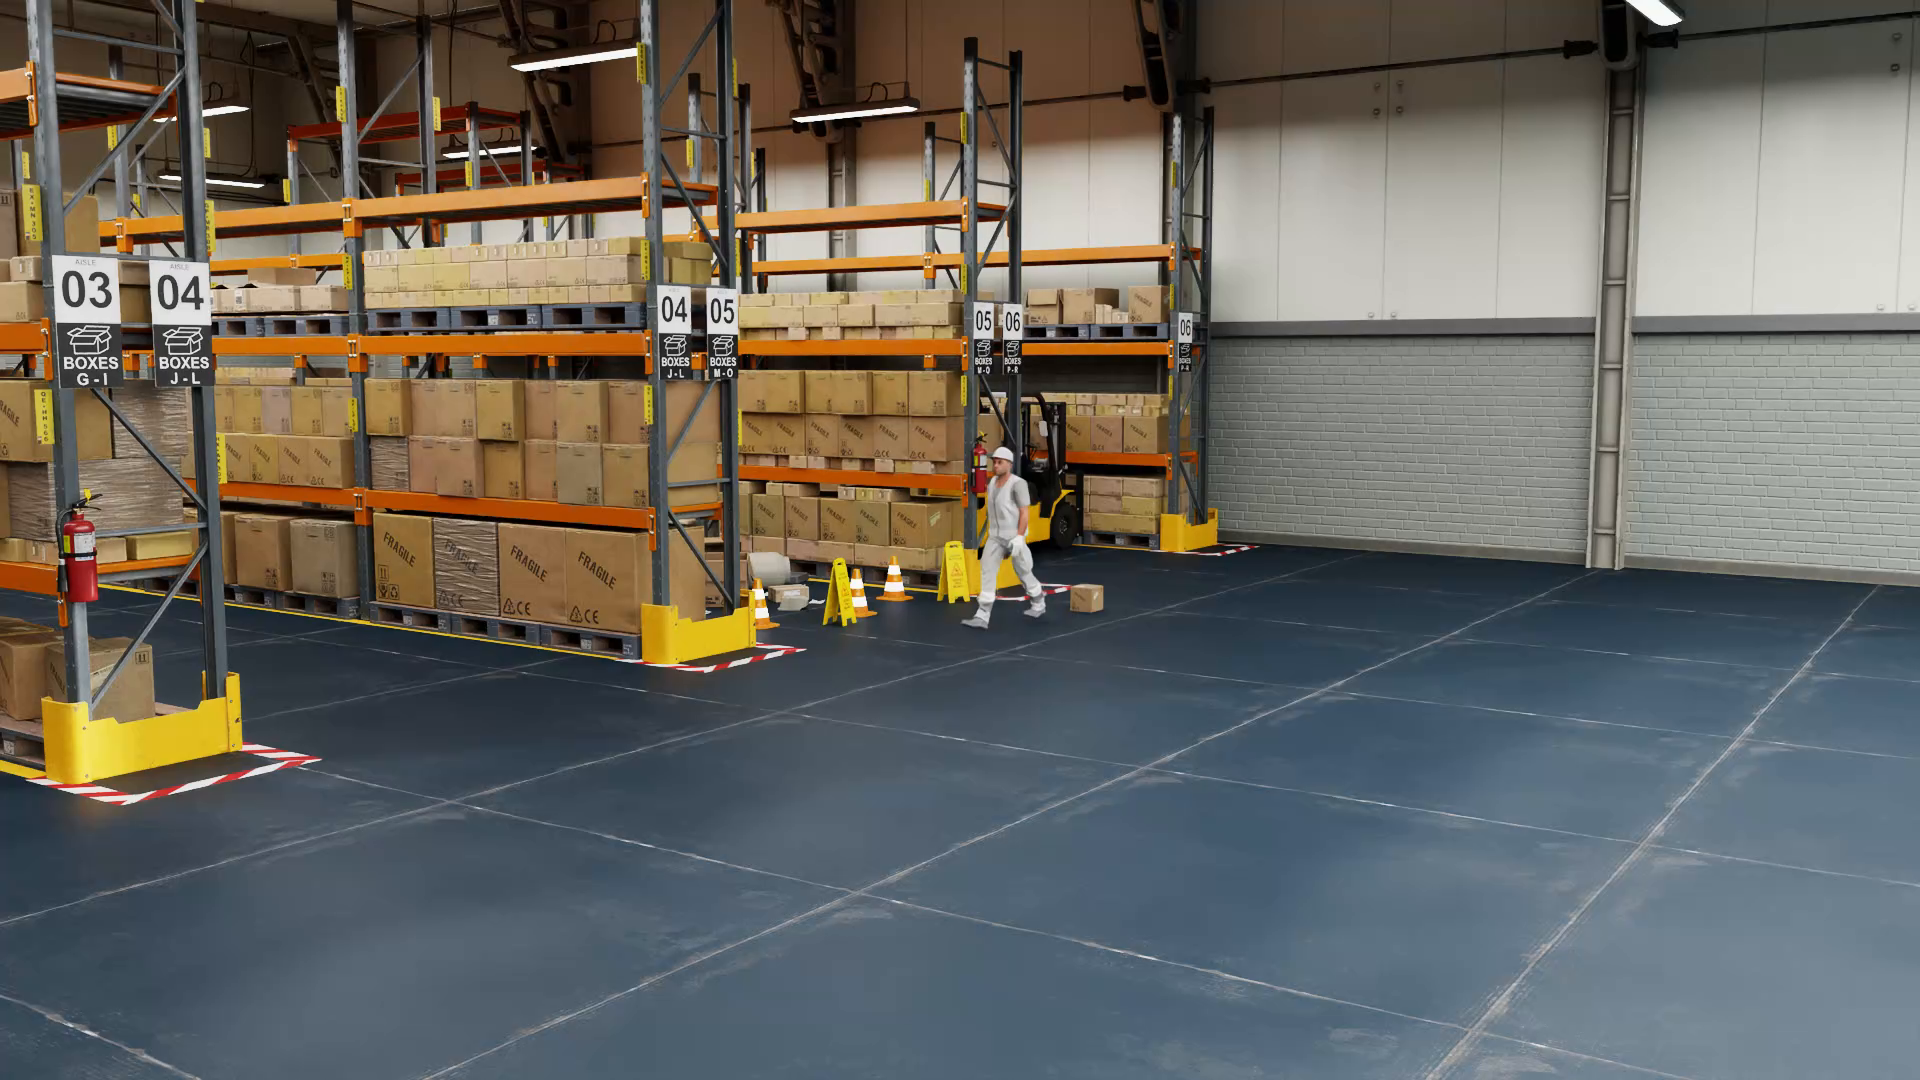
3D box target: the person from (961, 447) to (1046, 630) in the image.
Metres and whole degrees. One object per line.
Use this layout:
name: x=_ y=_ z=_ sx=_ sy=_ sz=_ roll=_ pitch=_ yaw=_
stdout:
person: x=0.452 y=-0.025 z=15.957 sx=0.573 sy=1.738 sz=1.088 roll=5 pitch=8 yaw=40
